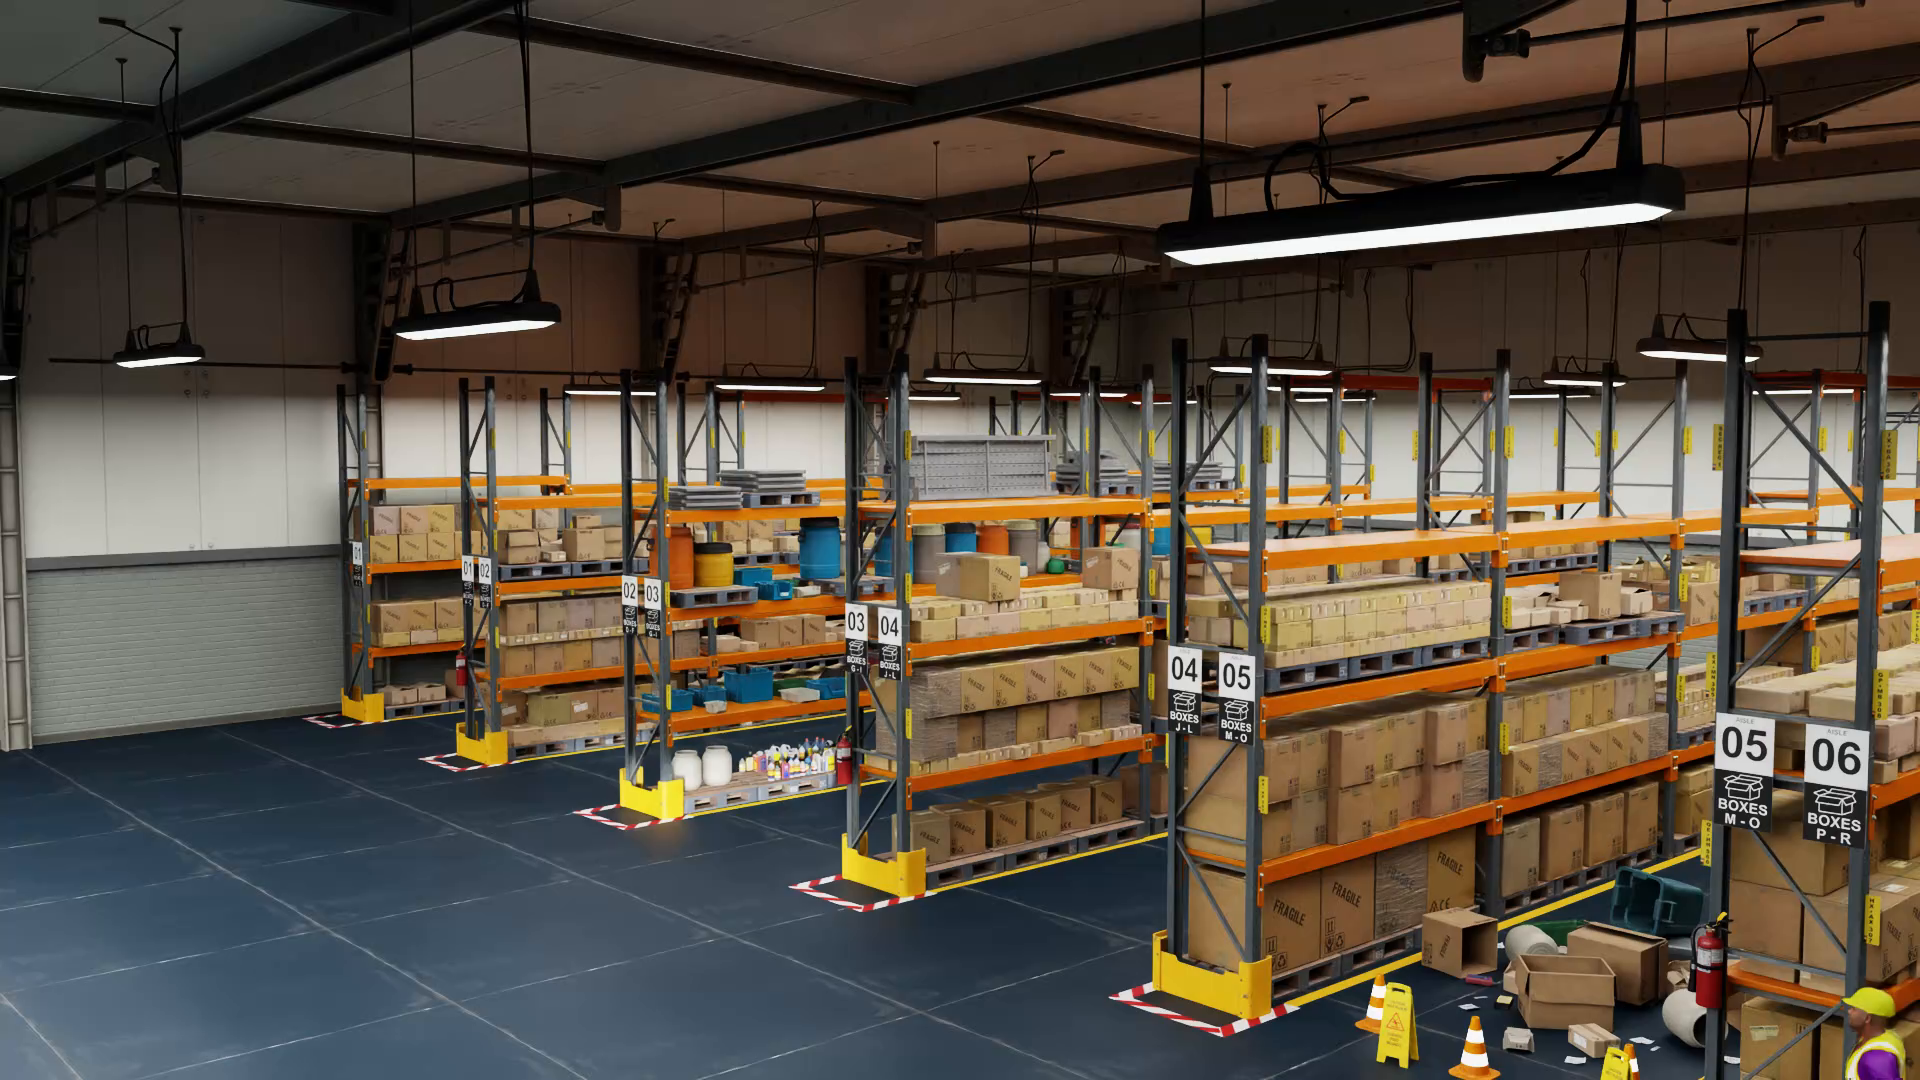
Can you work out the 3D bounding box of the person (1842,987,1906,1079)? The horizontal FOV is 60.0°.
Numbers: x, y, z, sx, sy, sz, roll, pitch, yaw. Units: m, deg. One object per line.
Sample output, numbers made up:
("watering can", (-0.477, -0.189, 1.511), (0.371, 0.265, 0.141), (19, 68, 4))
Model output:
("person", (5.628, 3.620, 10.255), (1.048, 1.707, 0.591), (1, 4, 21))
